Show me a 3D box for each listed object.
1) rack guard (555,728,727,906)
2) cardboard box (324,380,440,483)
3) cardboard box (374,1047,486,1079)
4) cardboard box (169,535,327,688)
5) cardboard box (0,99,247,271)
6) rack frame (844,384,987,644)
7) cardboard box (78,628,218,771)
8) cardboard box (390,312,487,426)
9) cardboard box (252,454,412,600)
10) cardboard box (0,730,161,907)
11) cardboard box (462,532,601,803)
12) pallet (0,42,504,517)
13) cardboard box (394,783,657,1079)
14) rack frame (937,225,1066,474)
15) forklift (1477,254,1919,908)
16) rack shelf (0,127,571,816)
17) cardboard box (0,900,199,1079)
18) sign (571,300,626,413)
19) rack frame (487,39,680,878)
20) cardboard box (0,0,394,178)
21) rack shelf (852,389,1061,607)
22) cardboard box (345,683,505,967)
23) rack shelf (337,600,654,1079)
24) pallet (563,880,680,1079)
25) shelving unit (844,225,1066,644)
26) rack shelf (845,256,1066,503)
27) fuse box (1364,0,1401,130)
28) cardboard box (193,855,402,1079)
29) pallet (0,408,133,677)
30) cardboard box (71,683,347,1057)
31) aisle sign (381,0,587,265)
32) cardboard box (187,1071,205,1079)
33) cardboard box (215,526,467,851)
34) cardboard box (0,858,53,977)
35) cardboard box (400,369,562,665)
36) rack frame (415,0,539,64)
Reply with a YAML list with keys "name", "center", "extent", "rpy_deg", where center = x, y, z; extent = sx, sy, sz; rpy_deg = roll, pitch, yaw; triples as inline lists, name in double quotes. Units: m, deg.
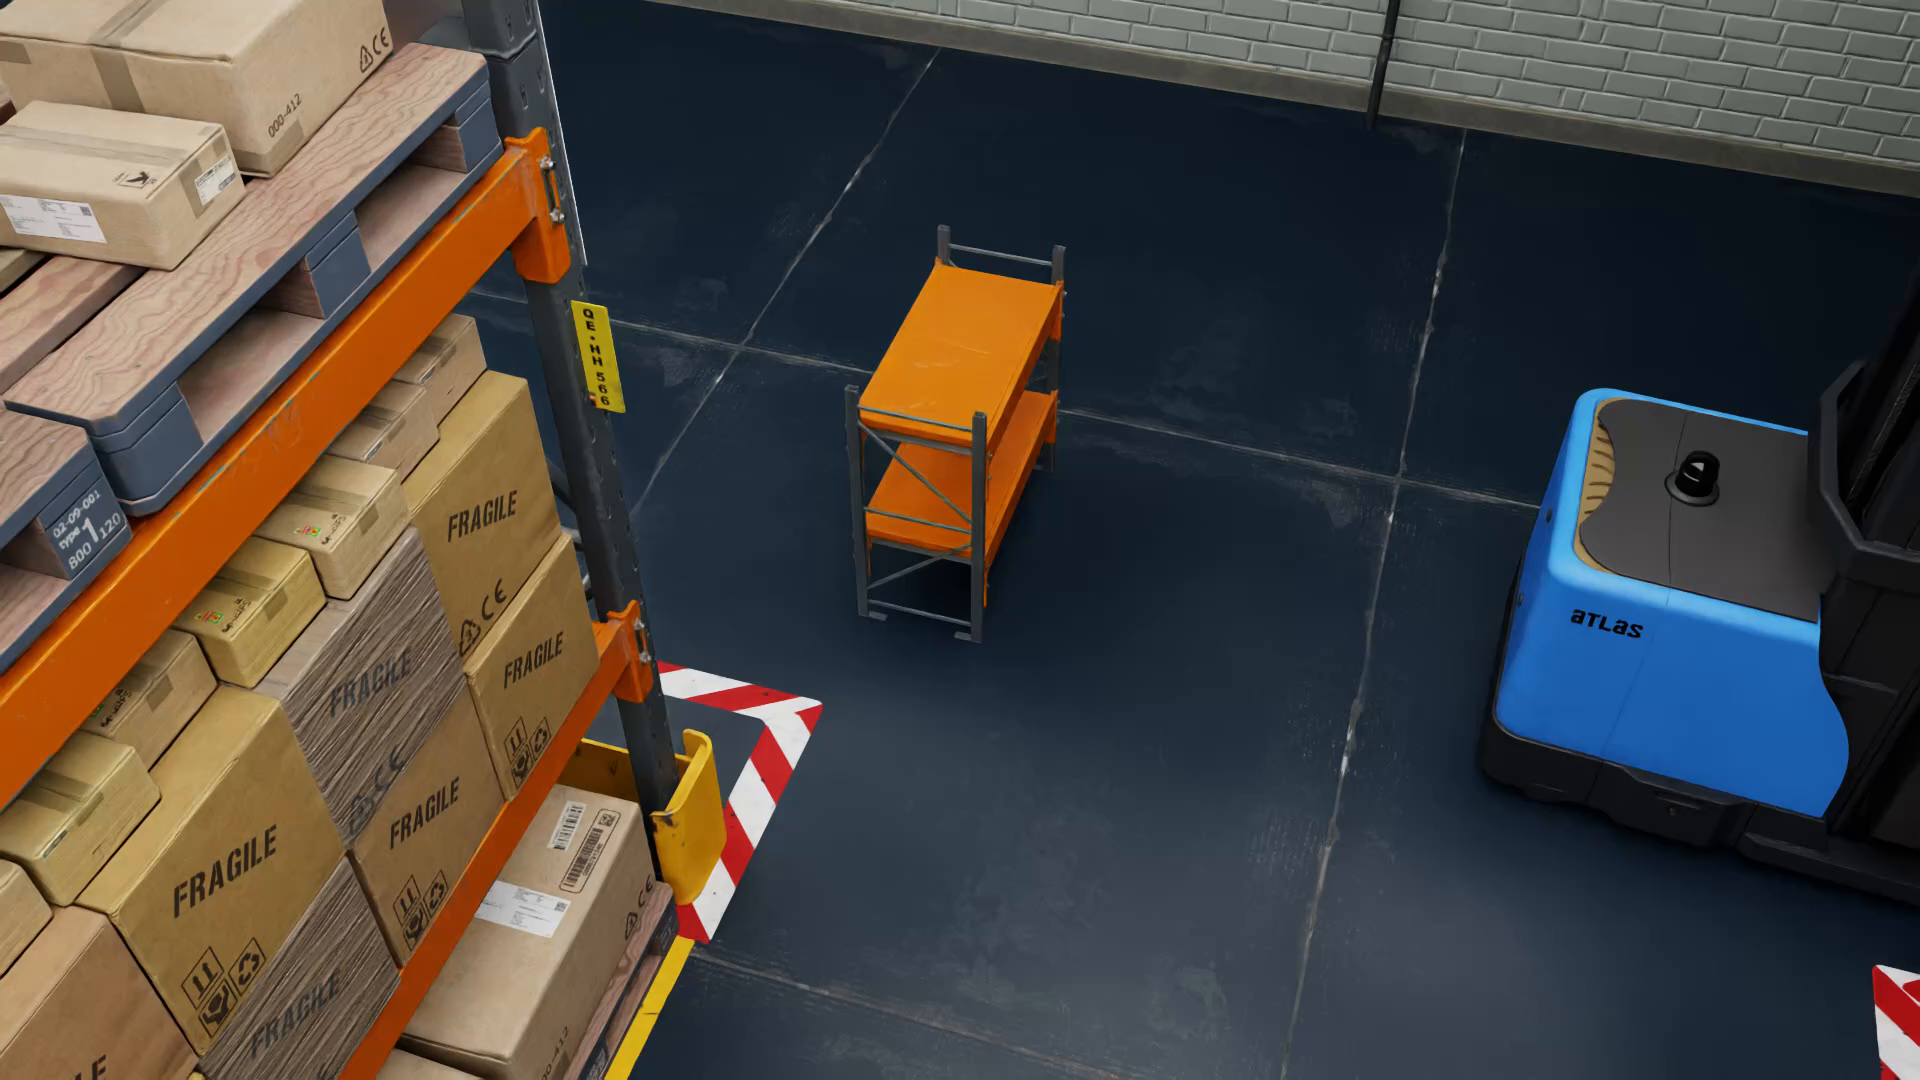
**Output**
- name: "rack guard"
  center: [-1.391, 0.807, 5.568]
  extent: [1.175, 0.500, 0.348]
  rpy_deg: [13, 46, 13]
- name: "cardboard box"
  center: [-1.370, -0.239, 3.600]
  extent: [0.380, 0.149, 0.250]
  rpy_deg: [13, 46, 13]
- name: "cardboard box"
  center: [-1.772, 1.768, 4.330]
  extent: [0.875, 0.438, 0.875]
  rpy_deg: [14, 46, 14]
- name: "cardboard box"
  center: [-1.484, 0.110, 3.243]
  extent: [0.380, 0.149, 0.250]
  rpy_deg: [14, 46, 13]
- name: "cardboard box"
  center: [-1.500, -0.623, 2.905]
  extent: [0.380, 0.149, 0.250]
  rpy_deg: [9, 45, 9]
- name: "rack frame"
  center: [-0.152, -0.068, 6.015]
  extent: [0.500, 1.125, 0.032]
  rpy_deg: [13, 46, 13]
- name: "cardboard box"
  center: [-1.630, 0.269, 3.080]
  extent: [0.380, 0.149, 0.250]
  rpy_deg: [12, 46, 12]
- name: "cardboard box"
  center: [-1.316, -0.414, 3.778]
  extent: [0.380, 0.149, 0.250]
  rpy_deg: [13, 46, 13]
- name: "cardboard box"
  center: [-1.368, -0.050, 3.406]
  extent: [0.380, 0.149, 0.250]
  rpy_deg: [12, 46, 12]
- name: "cardboard box"
  center: [-1.650, 0.448, 2.897]
  extent: [0.380, 0.149, 0.250]
  rpy_deg: [14, 46, 13]
- name: "cardboard box"
  center: [-1.292, 0.271, 4.256]
  extent: [0.500, 0.500, 0.500]
  rpy_deg: [13, 46, 13]
- name: "pallet"
  center: [-1.613, -0.614, 3.152]
  extent: [1.003, 0.211, 1.213]
  rpy_deg: [13, 46, 13]
- name: "cardboard box"
  center: [-1.503, 1.156, 4.955]
  extent: [0.875, 0.438, 0.875]
  rpy_deg: [11, 45, 11]
- name: "rack frame"
  center: [0.156, -0.745, 6.707]
  extent: [0.500, 1.125, 0.032]
  rpy_deg: [13, 46, 13]
- name: "forklift"
  center: [3.393, -0.145, 4.802]
  extent: [3.031, 2.935, 1.130]
  rpy_deg: [15, 46, 15]
- name: "rack shelf"
  center: [-2.004, 0.448, 2.517]
  extent: [1.077, 0.370, 4.000]
  rpy_deg: [13, 46, 13]
- name: "cardboard box"
  center: [-1.755, 0.927, 2.872]
  extent: [0.500, 0.500, 0.500]
  rpy_deg: [12, 46, 12]
- name: "sign"
  center: [-0.885, -0.445, 4.063]
  extent: [0.100, 0.325, 0.005]
  rpy_deg: [13, 46, 13]
- name: "rack frame"
  center: [-1.398, -0.070, 4.677]
  extent: [1.000, 3.000, 0.127]
  rpy_deg: [13, 46, 13]
- name: "cardboard box"
  center: [-1.449, -0.956, 3.173]
  extent: [0.500, 0.250, 0.500]
  rpy_deg: [9, 45, 9]
- name: "rack shelf"
  center: [0.002, -0.232, 6.532]
  extent: [0.538, 0.278, 1.000]
  rpy_deg: [13, 46, 13]
- name: "cardboard box"
  center: [-1.459, 0.603, 3.918]
  extent: [0.500, 0.500, 0.500]
  rpy_deg: [12, 46, 12]
- name: "rack shelf"
  center: [-2.004, 1.520, 3.567]
  extent: [1.077, 0.370, 4.000]
  rpy_deg: [13, 46, 13]
- name: "pallet"
  center: [-1.566, 1.476, 5.091]
  extent: [1.003, 0.211, 1.213]
  rpy_deg: [13, 46, 13]
- name: "shelving unit"
  center: [0.002, -0.407, 6.361]
  extent: [0.538, 1.125, 1.048]
  rpy_deg: [13, 46, 13]
- name: "rack shelf"
  center: [0.002, -0.616, 6.156]
  extent: [0.538, 0.278, 1.000]
  rpy_deg: [13, 46, 13]
- name: "fuse box"
  center: [2.245, -2.831, 8.420]
  extent: [0.539, 1.711, 0.414]
  rpy_deg: [13, 46, 13]
- name: "cardboard box"
  center: [-1.605, 0.948, 3.565]
  extent: [0.500, 0.500, 0.500]
  rpy_deg: [14, 46, 14]
- name: "pallet"
  center: [-1.981, 0.202, 2.318]
  extent: [1.003, 0.211, 1.213]
  rpy_deg: [13, 46, 13]
- name: "cardboard box"
  center: [-1.601, 0.592, 3.214]
  extent: [0.500, 0.500, 0.500]
  rpy_deg: [12, 46, 12]
- name: "aisle sign"
  center: [-1.081, -0.982, 3.750]
  extent: [0.394, 0.787, 0.004]
  rpy_deg: [13, 46, 13]
- name: "cardboard box"
  center: [-1.749, 1.295, 3.211]
  extent: [0.500, 0.500, 0.500]
  rpy_deg: [14, 46, 14]
- name: "cardboard box"
  center: [-1.448, 0.263, 3.550]
  extent: [0.500, 0.500, 0.500]
  rpy_deg: [13, 46, 13]
- name: "cardboard box"
  center: [-1.748, 0.619, 2.722]
  extent: [0.380, 0.149, 0.250]
  rpy_deg: [14, 46, 14]
- name: "cardboard box"
  center: [-1.318, -0.092, 3.913]
  extent: [0.500, 0.500, 0.500]
  rpy_deg: [14, 46, 14]
- name: "rack frame"
  center: [-1.398, -2.215, 2.579]
  extent: [1.000, 3.000, 0.127]
  rpy_deg: [13, 46, 13]
